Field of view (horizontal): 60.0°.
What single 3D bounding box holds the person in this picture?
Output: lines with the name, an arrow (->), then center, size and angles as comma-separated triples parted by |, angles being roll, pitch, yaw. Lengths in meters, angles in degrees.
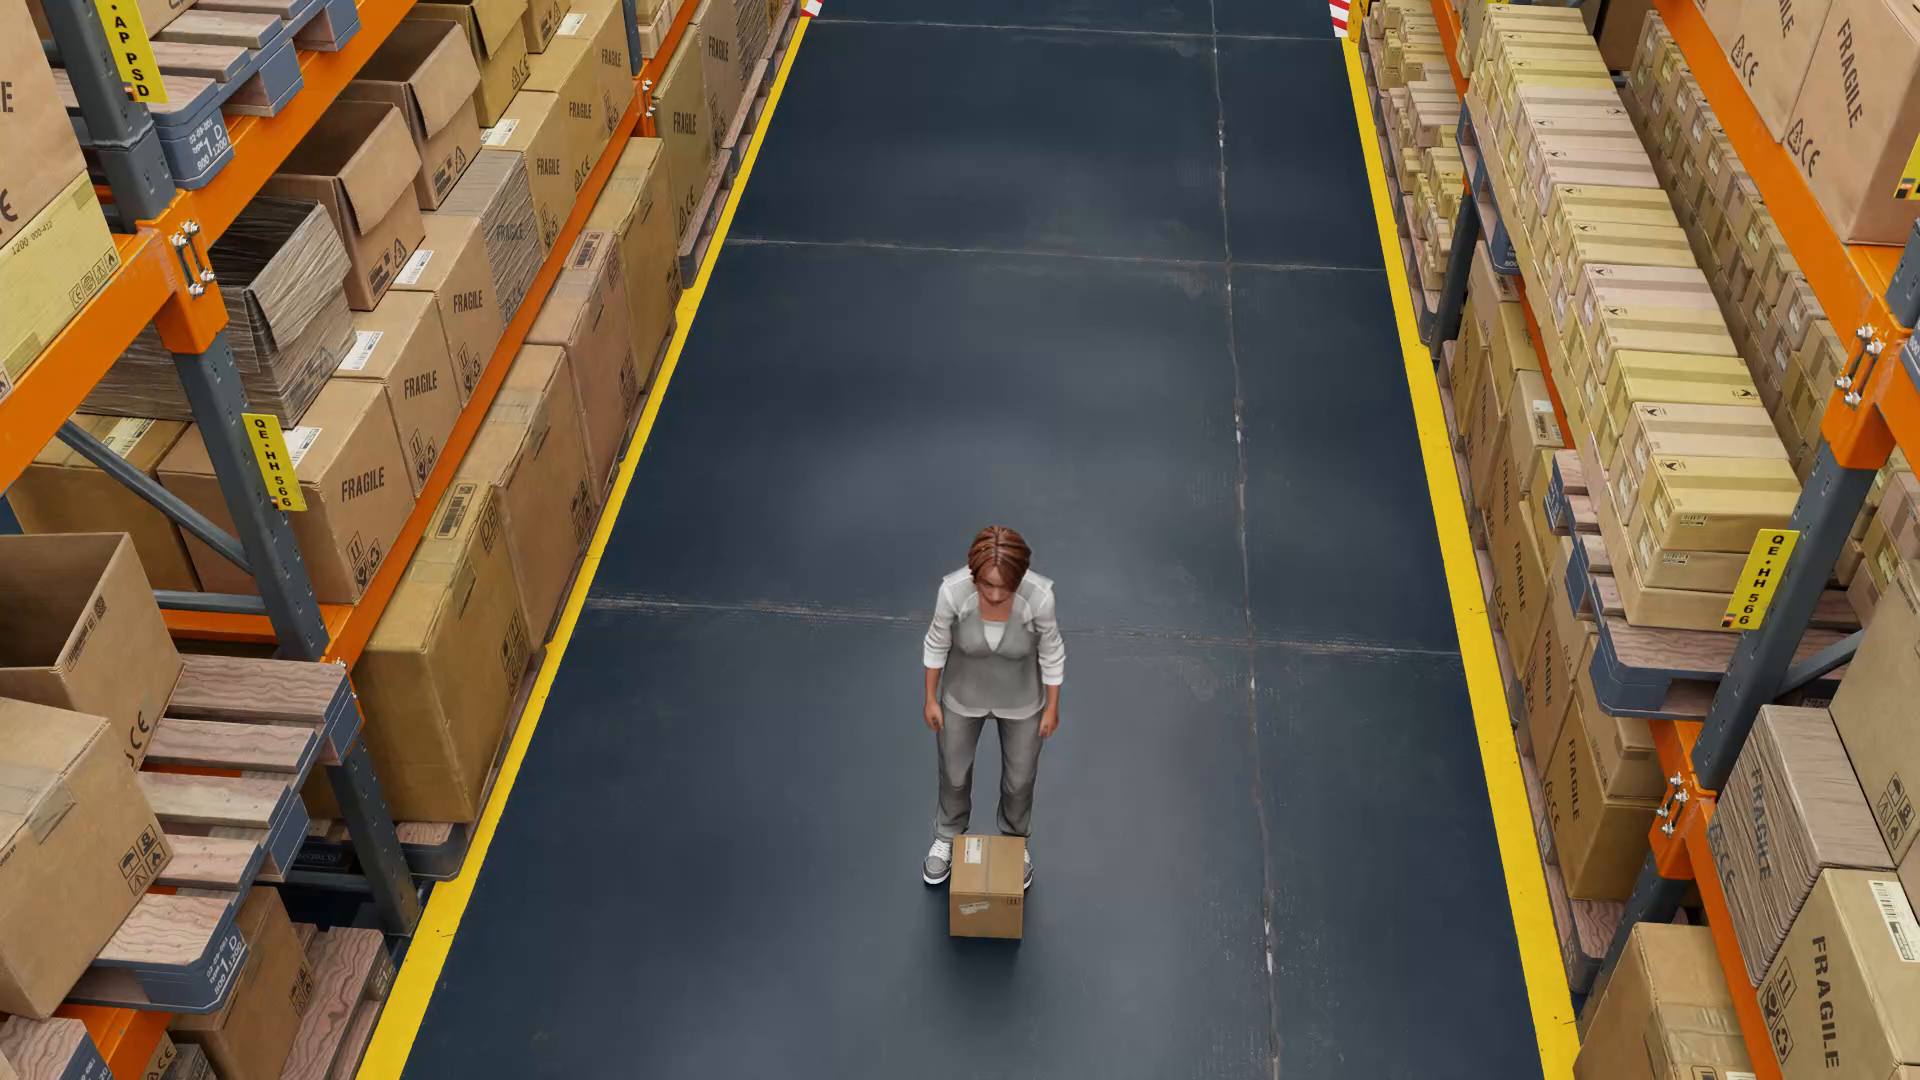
person -> 0.102, 0.551, 5.536 | 0.457, 1.575, 0.348 | 3, 41, 4
